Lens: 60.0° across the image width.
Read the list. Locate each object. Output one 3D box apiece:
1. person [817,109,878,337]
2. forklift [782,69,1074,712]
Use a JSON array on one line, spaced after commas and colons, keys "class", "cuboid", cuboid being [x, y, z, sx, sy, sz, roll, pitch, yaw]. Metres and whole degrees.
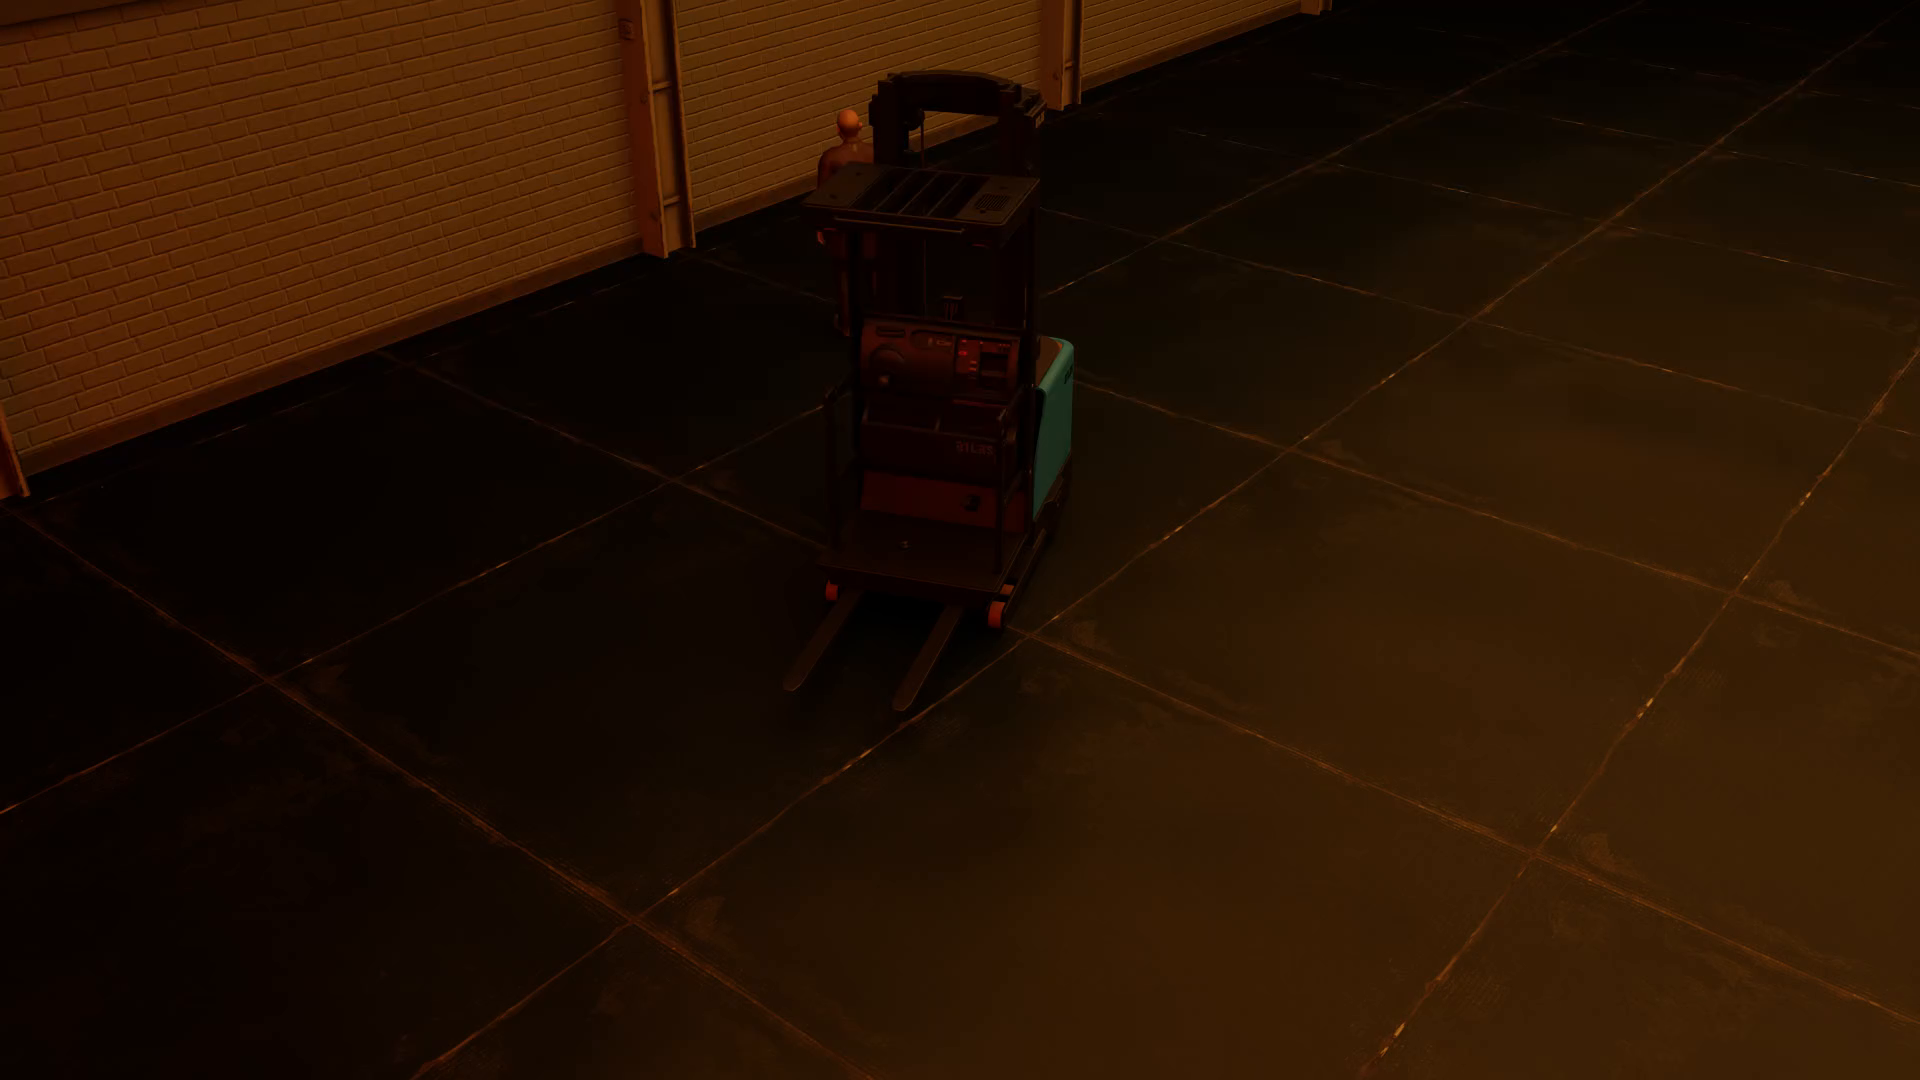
[{"class": "person", "cuboid": [-0.817, -2.461, 12.953, 0.655, 1.775, 0.426, -7, 31, -12]}, {"class": "forklift", "cuboid": [-0.176, -0.972, 9.258, 1.130, 2.935, 3.031, 9, 31, 14]}]
